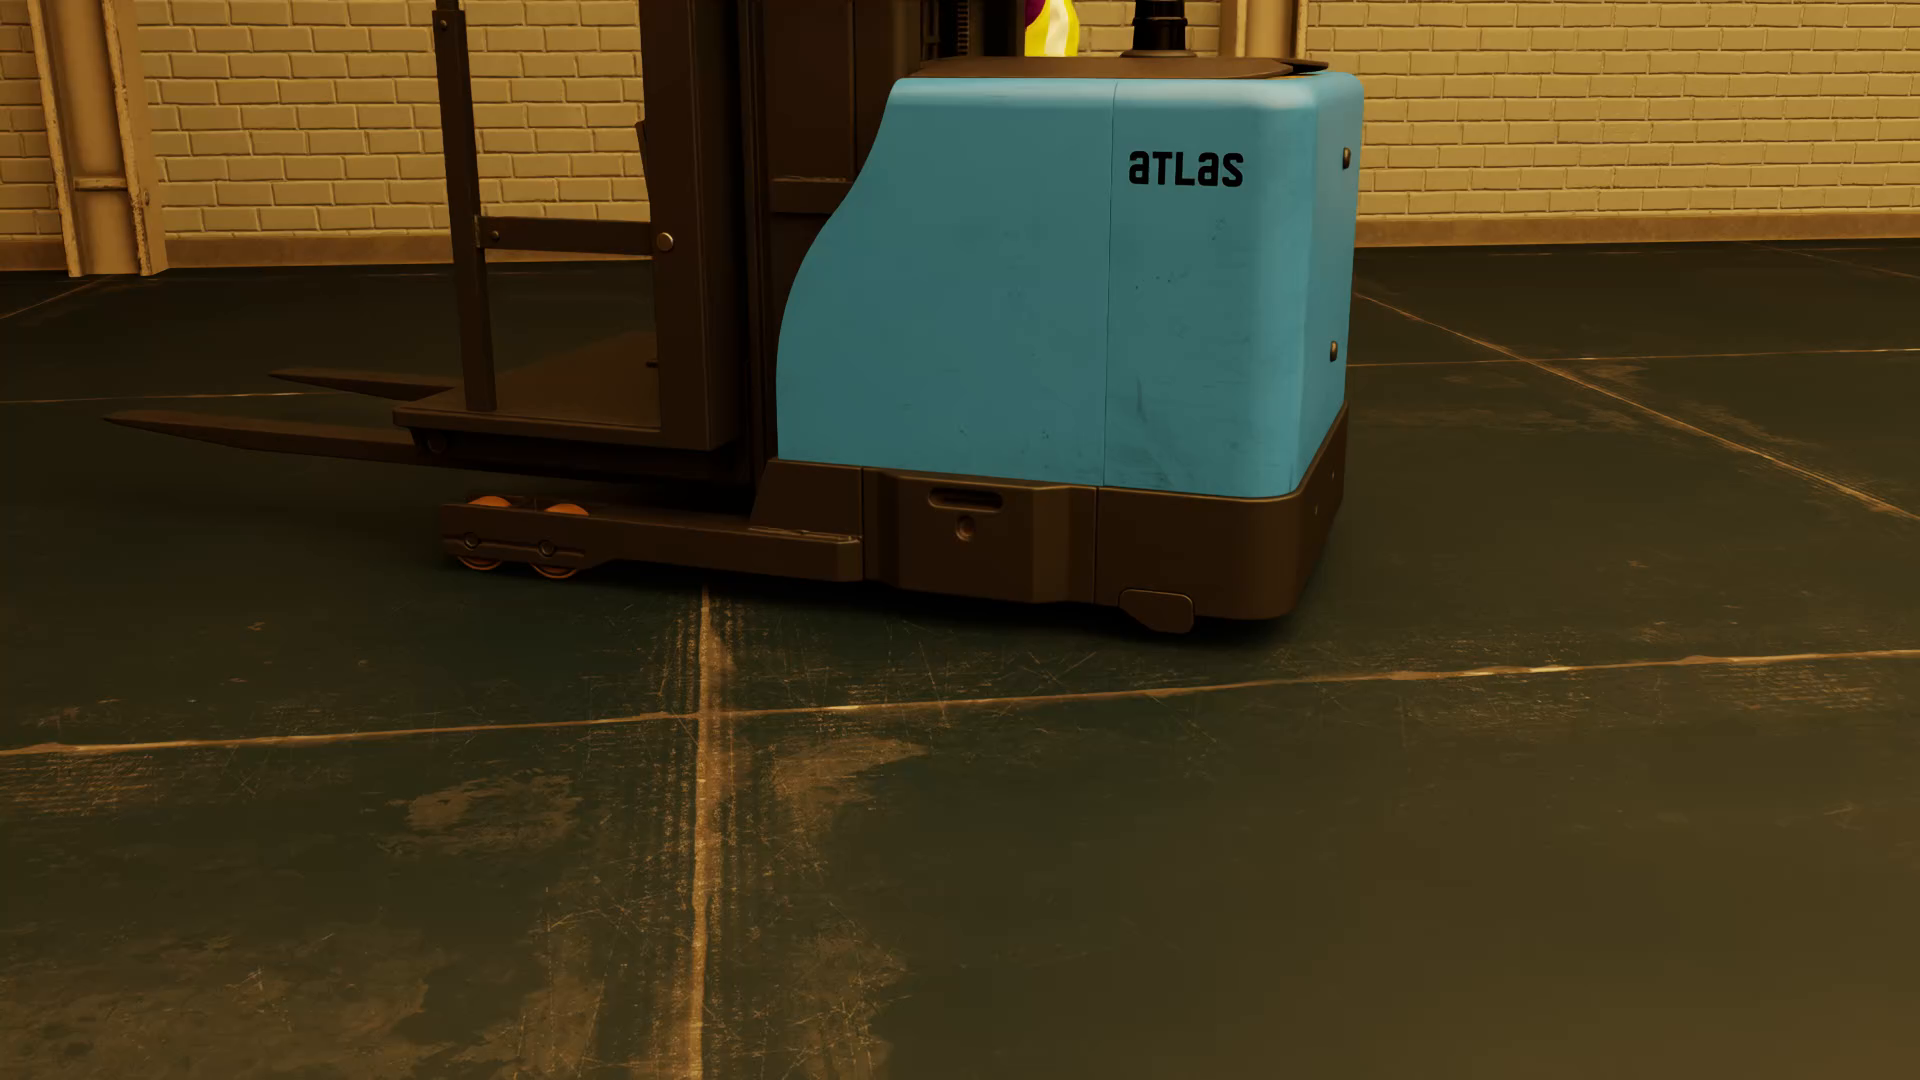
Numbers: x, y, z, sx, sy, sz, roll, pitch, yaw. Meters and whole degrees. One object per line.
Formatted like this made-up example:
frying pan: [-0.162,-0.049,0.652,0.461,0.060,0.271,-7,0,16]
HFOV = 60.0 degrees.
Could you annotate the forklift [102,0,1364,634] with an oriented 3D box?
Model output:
forklift: [-0.643,-1.454,3.710,3.031,2.935,1.130,6,18,18]

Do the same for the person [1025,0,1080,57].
person: [0.143,-1.239,5.163,0.494,1.688,0.918,3,17,10]
